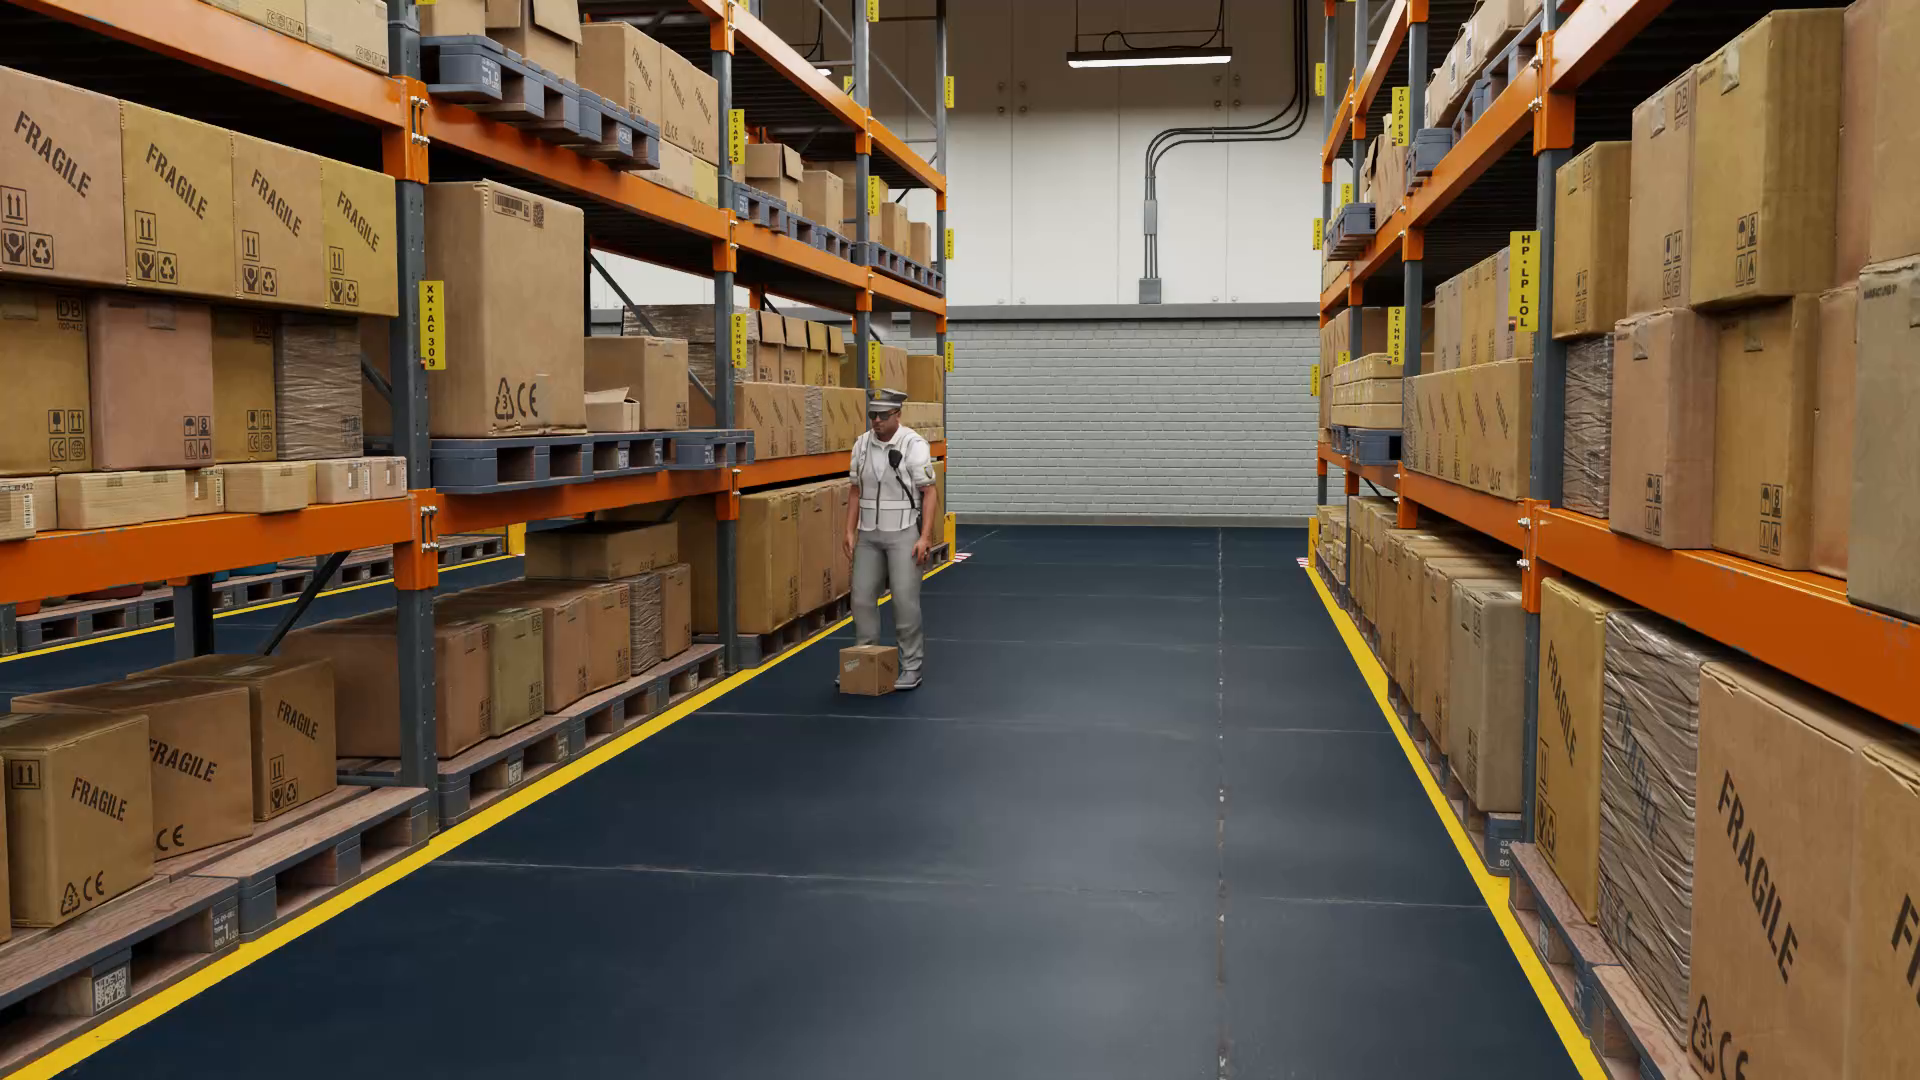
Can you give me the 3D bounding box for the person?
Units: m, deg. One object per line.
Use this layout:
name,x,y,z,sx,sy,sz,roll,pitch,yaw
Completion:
person,-0.413,-0.016,9.800,0.585,1.747,0.439,2,5,27
